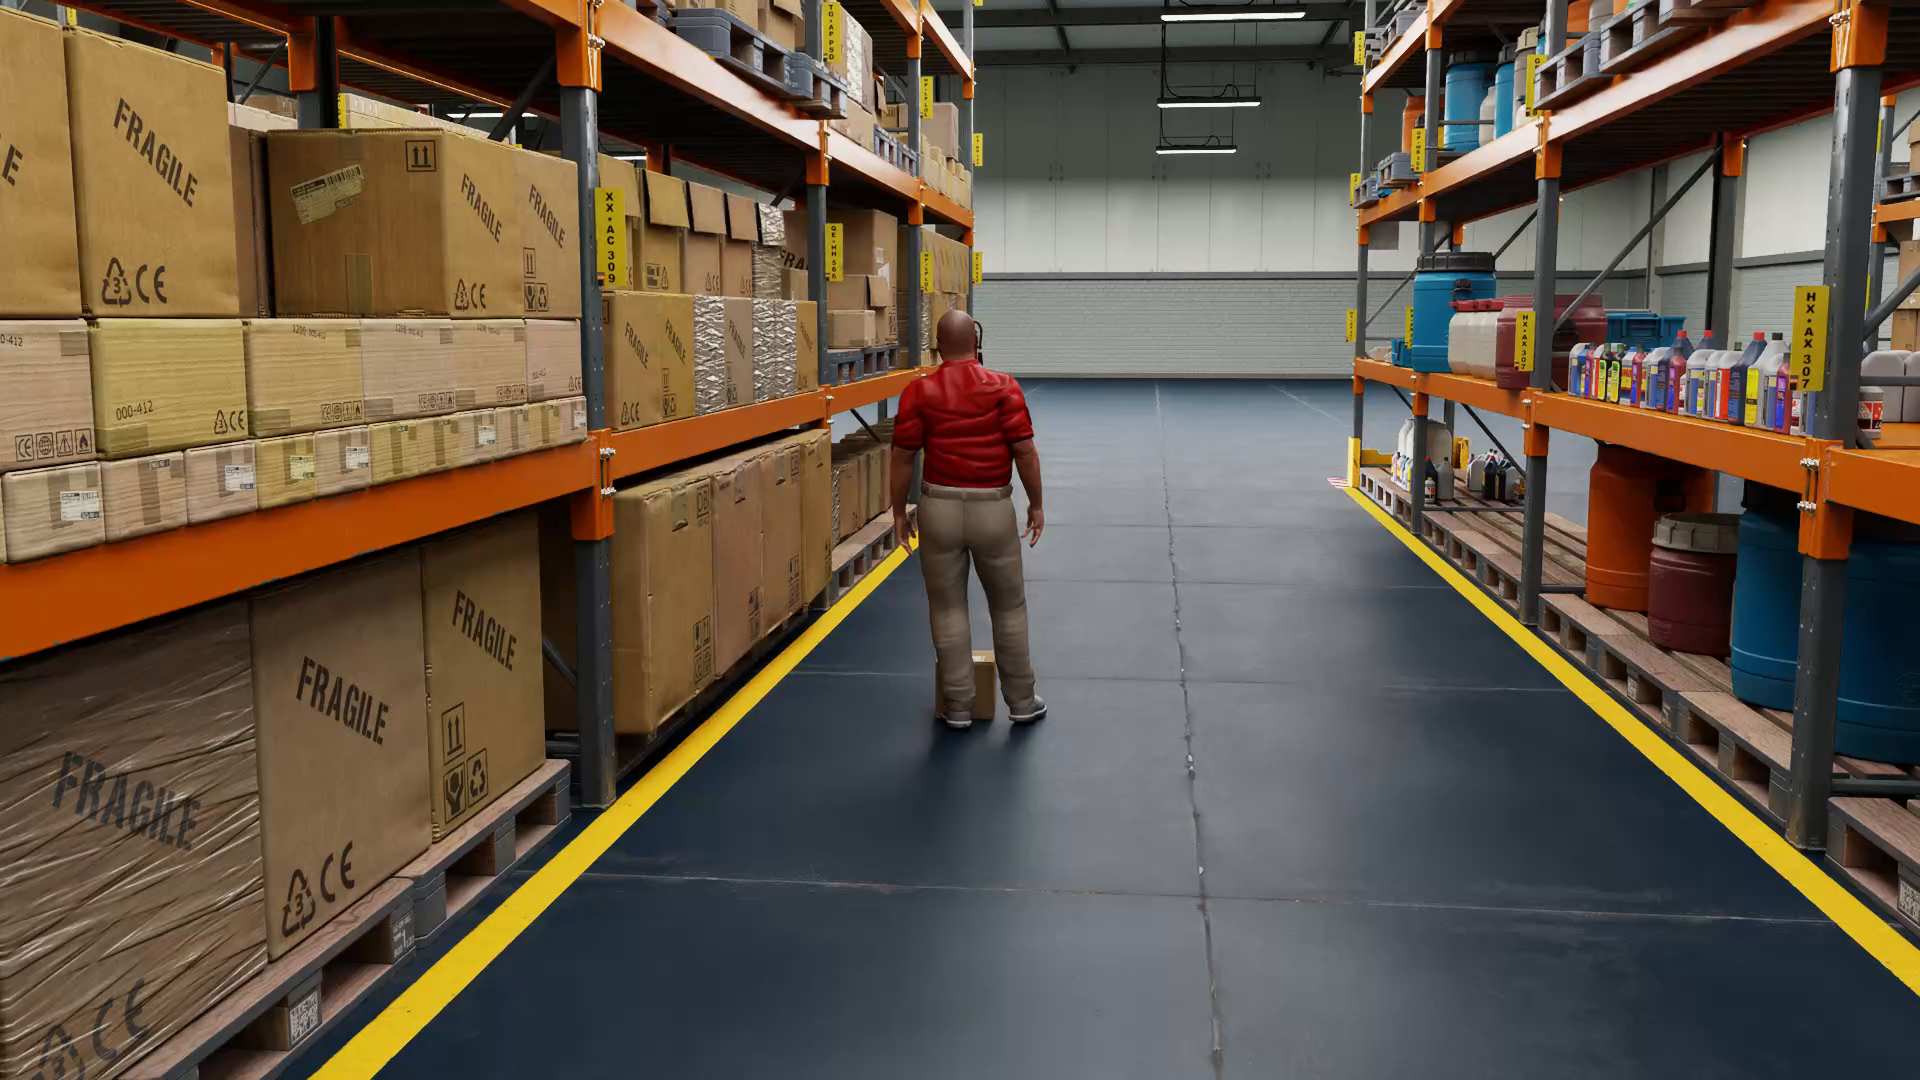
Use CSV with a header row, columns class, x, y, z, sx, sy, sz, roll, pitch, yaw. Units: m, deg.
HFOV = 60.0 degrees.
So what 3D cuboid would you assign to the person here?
class,x,y,z,sx,sy,sz,roll,pitch,yaw
person,0.042,-0.087,6.940,0.642,1.729,0.550,1,8,4
